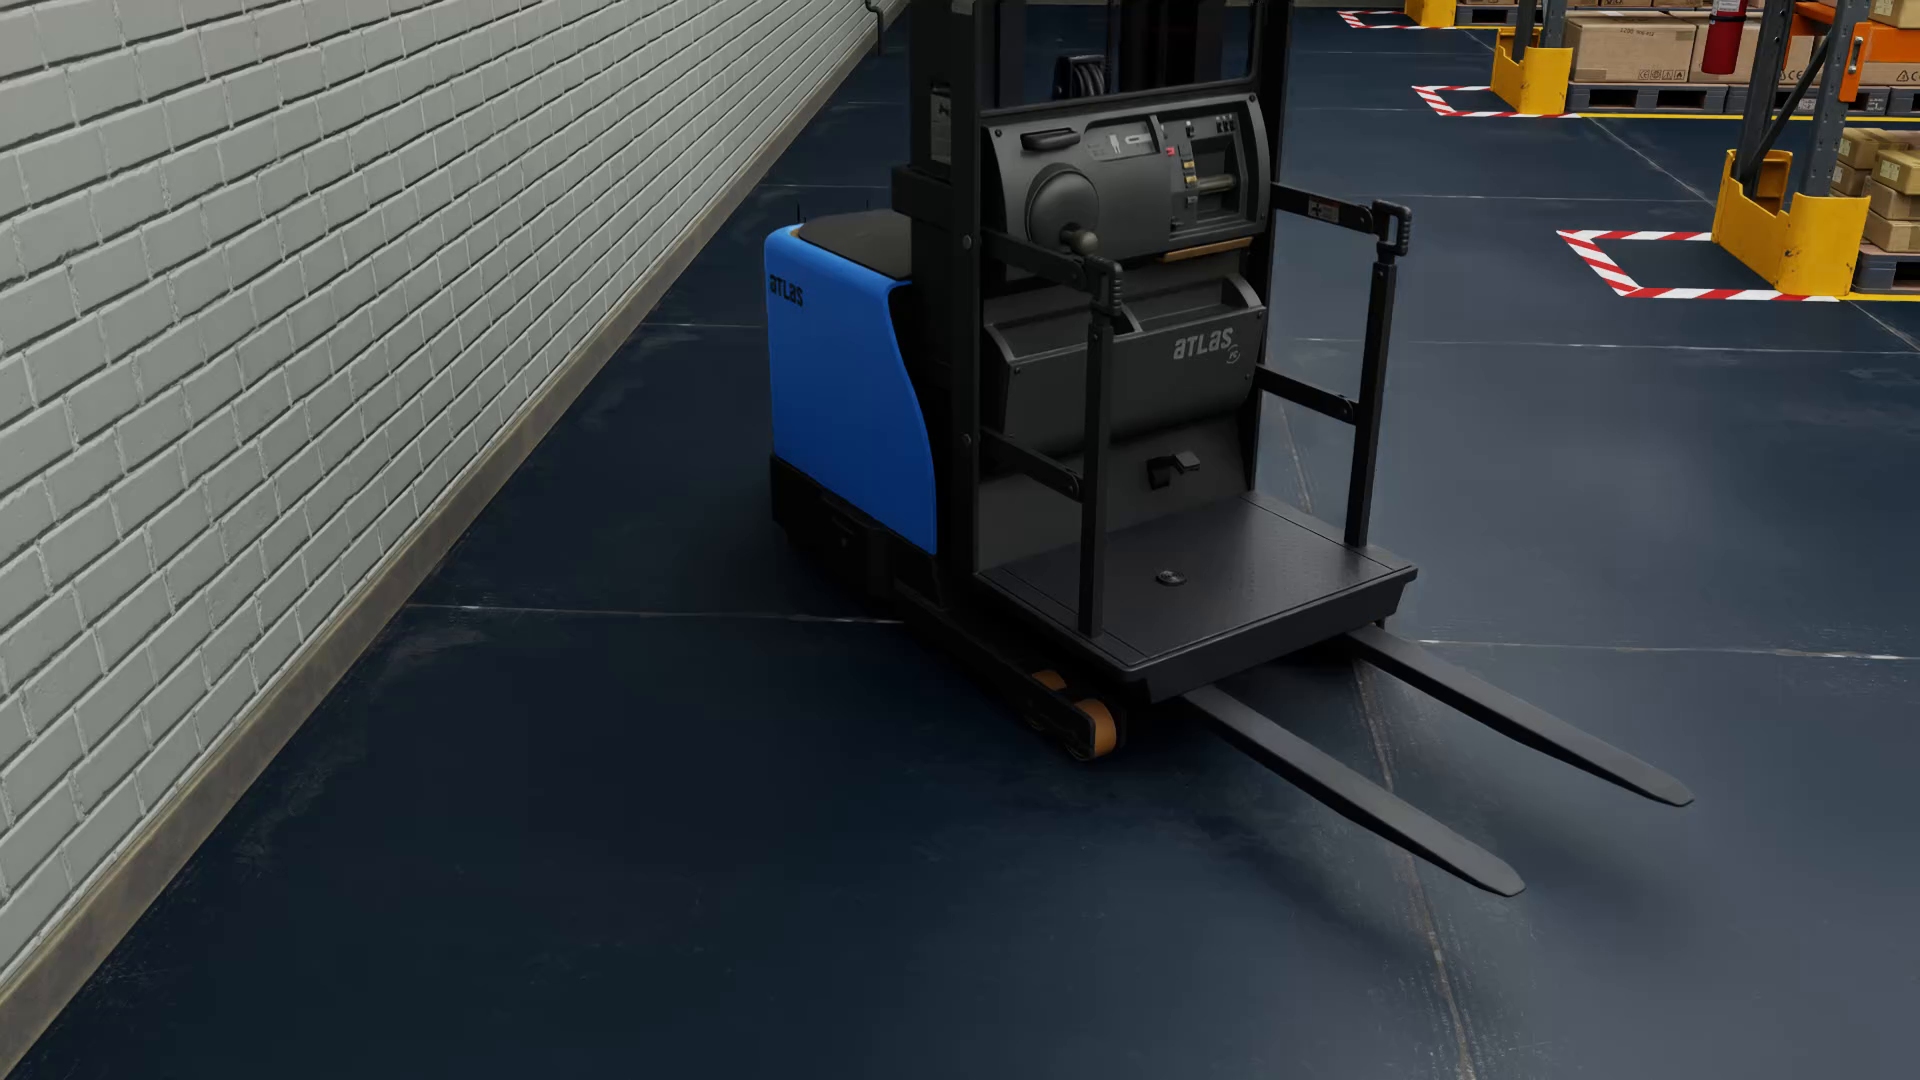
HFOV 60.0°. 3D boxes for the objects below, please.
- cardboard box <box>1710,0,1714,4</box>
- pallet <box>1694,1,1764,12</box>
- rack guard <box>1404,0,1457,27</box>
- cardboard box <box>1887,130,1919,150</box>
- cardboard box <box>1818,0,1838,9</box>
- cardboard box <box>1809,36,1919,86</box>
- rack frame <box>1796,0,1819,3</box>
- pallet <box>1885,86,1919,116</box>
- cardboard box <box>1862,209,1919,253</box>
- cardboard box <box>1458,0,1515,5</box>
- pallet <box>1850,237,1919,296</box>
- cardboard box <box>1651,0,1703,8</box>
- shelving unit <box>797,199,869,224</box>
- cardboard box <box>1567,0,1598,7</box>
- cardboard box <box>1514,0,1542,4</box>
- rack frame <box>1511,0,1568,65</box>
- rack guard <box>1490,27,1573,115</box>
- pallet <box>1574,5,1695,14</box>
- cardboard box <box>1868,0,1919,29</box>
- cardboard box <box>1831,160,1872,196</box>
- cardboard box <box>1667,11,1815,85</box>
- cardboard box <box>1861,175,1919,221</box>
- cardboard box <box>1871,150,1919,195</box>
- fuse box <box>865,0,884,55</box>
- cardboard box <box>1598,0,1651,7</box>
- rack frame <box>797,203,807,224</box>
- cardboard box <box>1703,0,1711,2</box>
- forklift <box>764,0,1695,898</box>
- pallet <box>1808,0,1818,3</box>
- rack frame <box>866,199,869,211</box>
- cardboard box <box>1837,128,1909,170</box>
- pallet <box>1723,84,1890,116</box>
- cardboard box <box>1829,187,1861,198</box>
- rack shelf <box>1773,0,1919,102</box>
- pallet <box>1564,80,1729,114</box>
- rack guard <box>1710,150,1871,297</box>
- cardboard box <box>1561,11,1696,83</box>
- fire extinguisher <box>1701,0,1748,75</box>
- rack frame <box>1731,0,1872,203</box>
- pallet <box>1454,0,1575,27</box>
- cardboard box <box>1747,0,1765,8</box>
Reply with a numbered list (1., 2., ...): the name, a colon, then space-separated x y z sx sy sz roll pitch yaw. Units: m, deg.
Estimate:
1. cardboard box: 8.033 -5.710 17.339 0.258 0.266 0.396 3 25 6
2. pallet: 8.282 -5.610 17.689 1.213 0.211 1.003 2 25 4
3. rack guard: 5.055 -5.844 17.853 0.348 0.500 1.175 2 25 4
4. cardboard box: 5.118 -2.070 8.856 0.250 0.149 0.380 2 25 5
5. cardboard box: 4.671 -2.840 8.635 0.250 0.149 0.380 2 25 4
6. cardboard box: 7.080 -3.905 13.212 0.875 0.438 0.875 1 25 2
7. rack frame: 8.967 -6.854 17.057 0.127 3.000 1.000 2 25 4
8. pallet: 7.839 -3.575 13.268 1.213 0.211 1.003 2 25 4
9. cardboard box: 4.822 -1.592 8.530 0.250 0.149 0.380 2 25 5
10. cardboard box: 5.581 -5.980 17.641 0.637 0.503 0.797 1 25 2
11. pallet: 5.207 -1.537 8.838 1.213 0.211 1.003 2 25 4
12. cardboard box: 7.466 -5.902 17.475 0.500 0.500 0.700 1 25 2
13. shelving unit: -0.424 -0.669 5.947 0.252 1.050 0.215 -5 25 -12
14. cardboard box: 6.431 -5.935 17.547 0.500 0.500 0.700 3 25 6
15. cardboard box: 6.002 -5.789 17.651 0.250 0.149 0.380 1 25 2
16. rack frame: 4.603 -4.913 12.839 0.127 3.000 1.000 2 25 4
17. rack guard: 4.579 -3.778 13.364 0.348 0.500 1.175 2 25 4
18. pallet: 7.063 -5.648 17.771 1.213 0.211 1.003 2 25 4
19. cardboard box: 4.622 -2.586 8.082 0.250 0.149 0.380 2 25 4
20. cardboard box: 4.872 -1.980 9.016 0.250 0.149 0.380 1 25 3
21. cardboard box: 6.181 -3.935 13.276 0.875 0.438 0.875 2 25 5
22. cardboard box: 4.827 -1.754 8.526 0.250 0.149 0.380 3 25 6
23. cardboard box: 4.821 -1.854 8.388 0.250 0.149 0.380 1 25 2
24. fuse box: -0.715 -5.370 15.372 0.414 1.711 0.539 2 25 4
25. cardboard box: 6.950 -5.876 17.420 0.500 0.500 0.500 2 25 5
26. rack frame: -0.543 -0.657 5.922 0.008 1.050 0.200 -5 25 -12
27. cardboard box: 7.894 -5.883 17.856 0.250 0.149 0.380 2 25 3
28. forklift: 0.597 -0.967 4.345 1.130 2.935 3.031 -16 29 -31
29. pallet: 9.781 -5.577 17.618 1.213 0.211 1.003 2 25 4
30. rack frame: -0.305 -0.680 5.971 0.008 1.050 0.200 -5 25 -12
31. cardboard box: 4.872 -2.102 8.925 0.250 0.149 0.380 2 25 5
32. pallet: 6.619 -3.613 13.350 1.213 0.211 1.003 2 25 4
33. cardboard box: 4.865 -1.813 9.009 0.250 0.149 0.380 2 25 5
34. rack shelf: 6.319 -2.456 8.360 4.000 0.370 1.077 2 25 4
35. pallet: 5.406 -3.653 13.437 1.213 0.211 1.003 2 25 4
36. rack guard: 4.400 -1.709 8.866 0.348 0.500 1.175 2 25 4
37. cardboard box: 5.268 -3.961 13.332 0.875 0.438 0.875 1 25 2
38. fire extinguisher: 4.109 -2.843 8.878 0.183 0.674 0.296 2 25 4
39. rack frame: 4.324 -2.847 8.349 0.127 3.000 1.000 2 25 4
40. pallet: 5.850 -5.688 17.859 1.213 0.211 1.003 2 25 4
41. cardboard box: 8.389 -5.645 17.338 0.250 0.149 0.380 1 25 2
